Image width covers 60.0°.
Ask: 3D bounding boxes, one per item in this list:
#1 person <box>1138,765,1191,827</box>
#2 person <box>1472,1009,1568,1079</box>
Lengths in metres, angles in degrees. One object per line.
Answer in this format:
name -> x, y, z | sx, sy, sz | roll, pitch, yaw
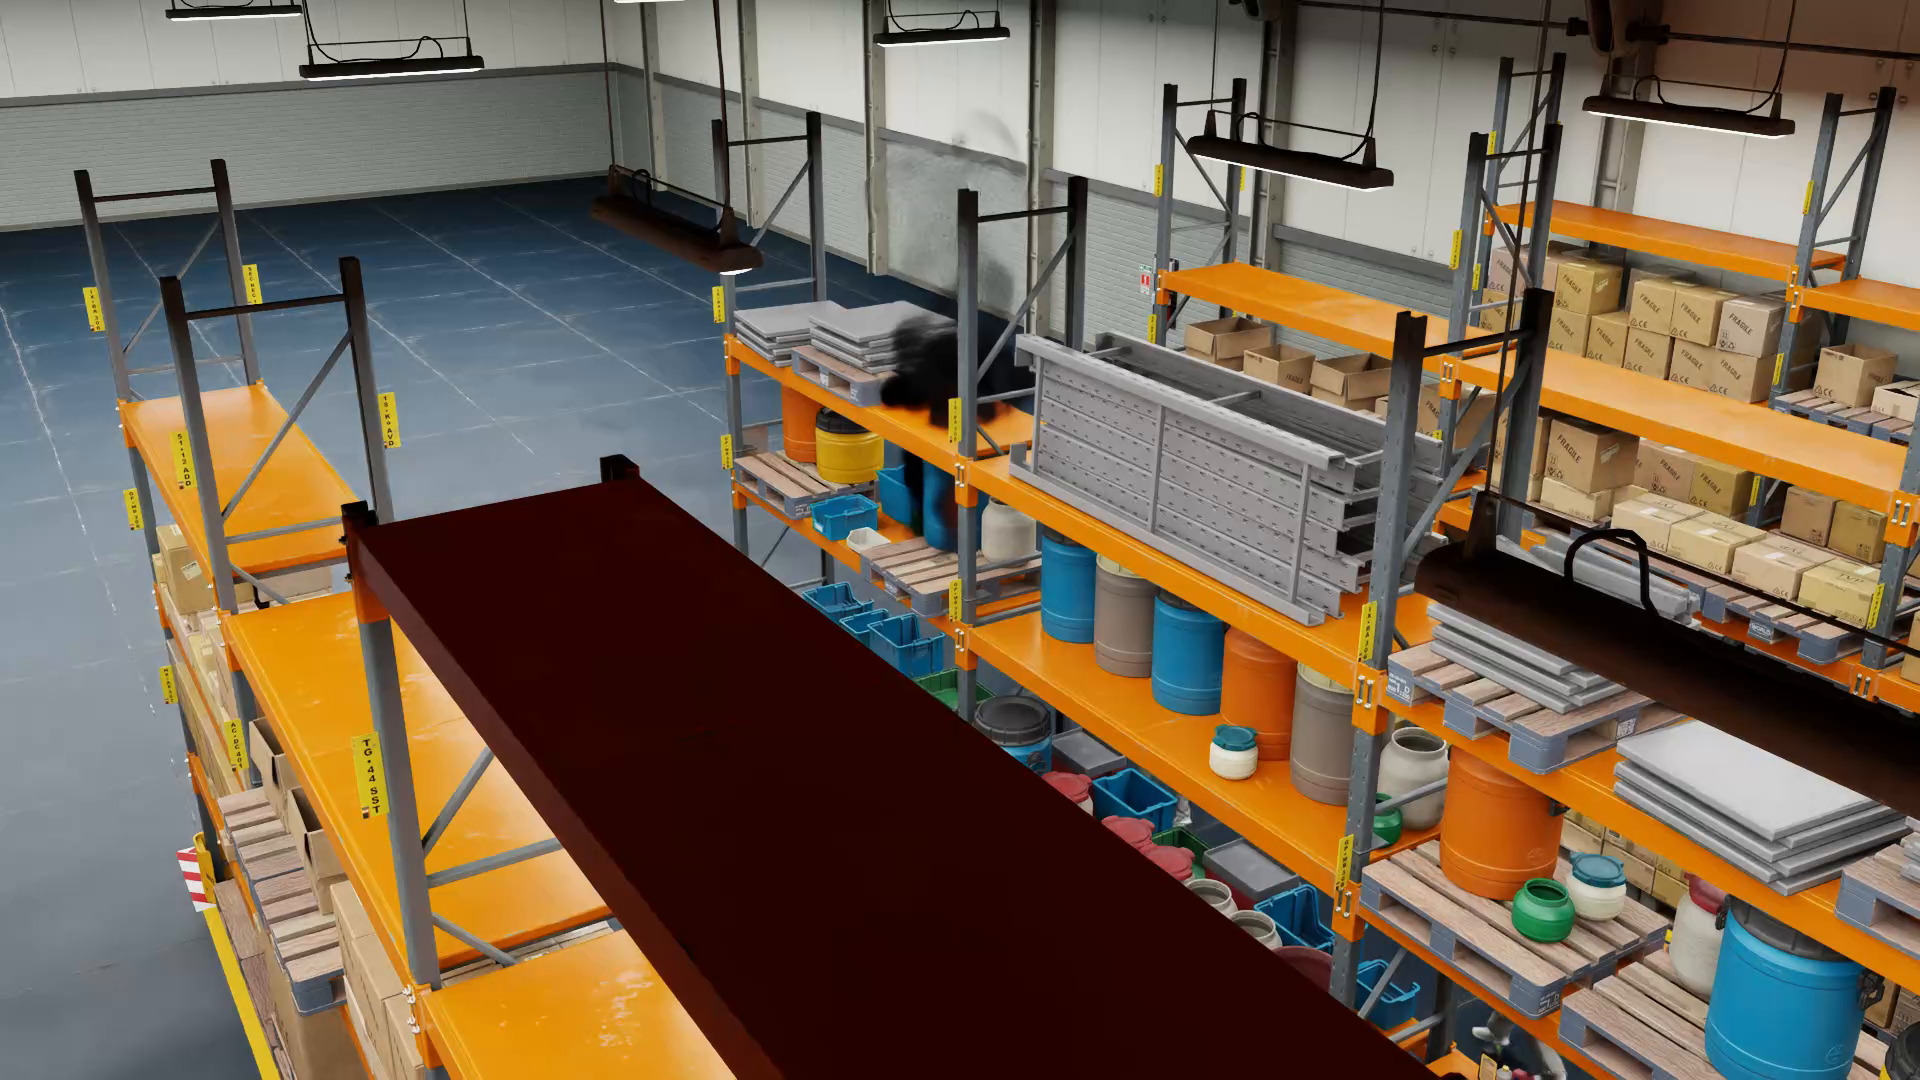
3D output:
person -> 1.715, 1.707, 14.184 | 0.565, 1.631, 0.724 | -16, 27, -35
person -> 3.990, 2.999, 11.599 | 0.553, 1.682, 0.907 | -14, 26, -31
